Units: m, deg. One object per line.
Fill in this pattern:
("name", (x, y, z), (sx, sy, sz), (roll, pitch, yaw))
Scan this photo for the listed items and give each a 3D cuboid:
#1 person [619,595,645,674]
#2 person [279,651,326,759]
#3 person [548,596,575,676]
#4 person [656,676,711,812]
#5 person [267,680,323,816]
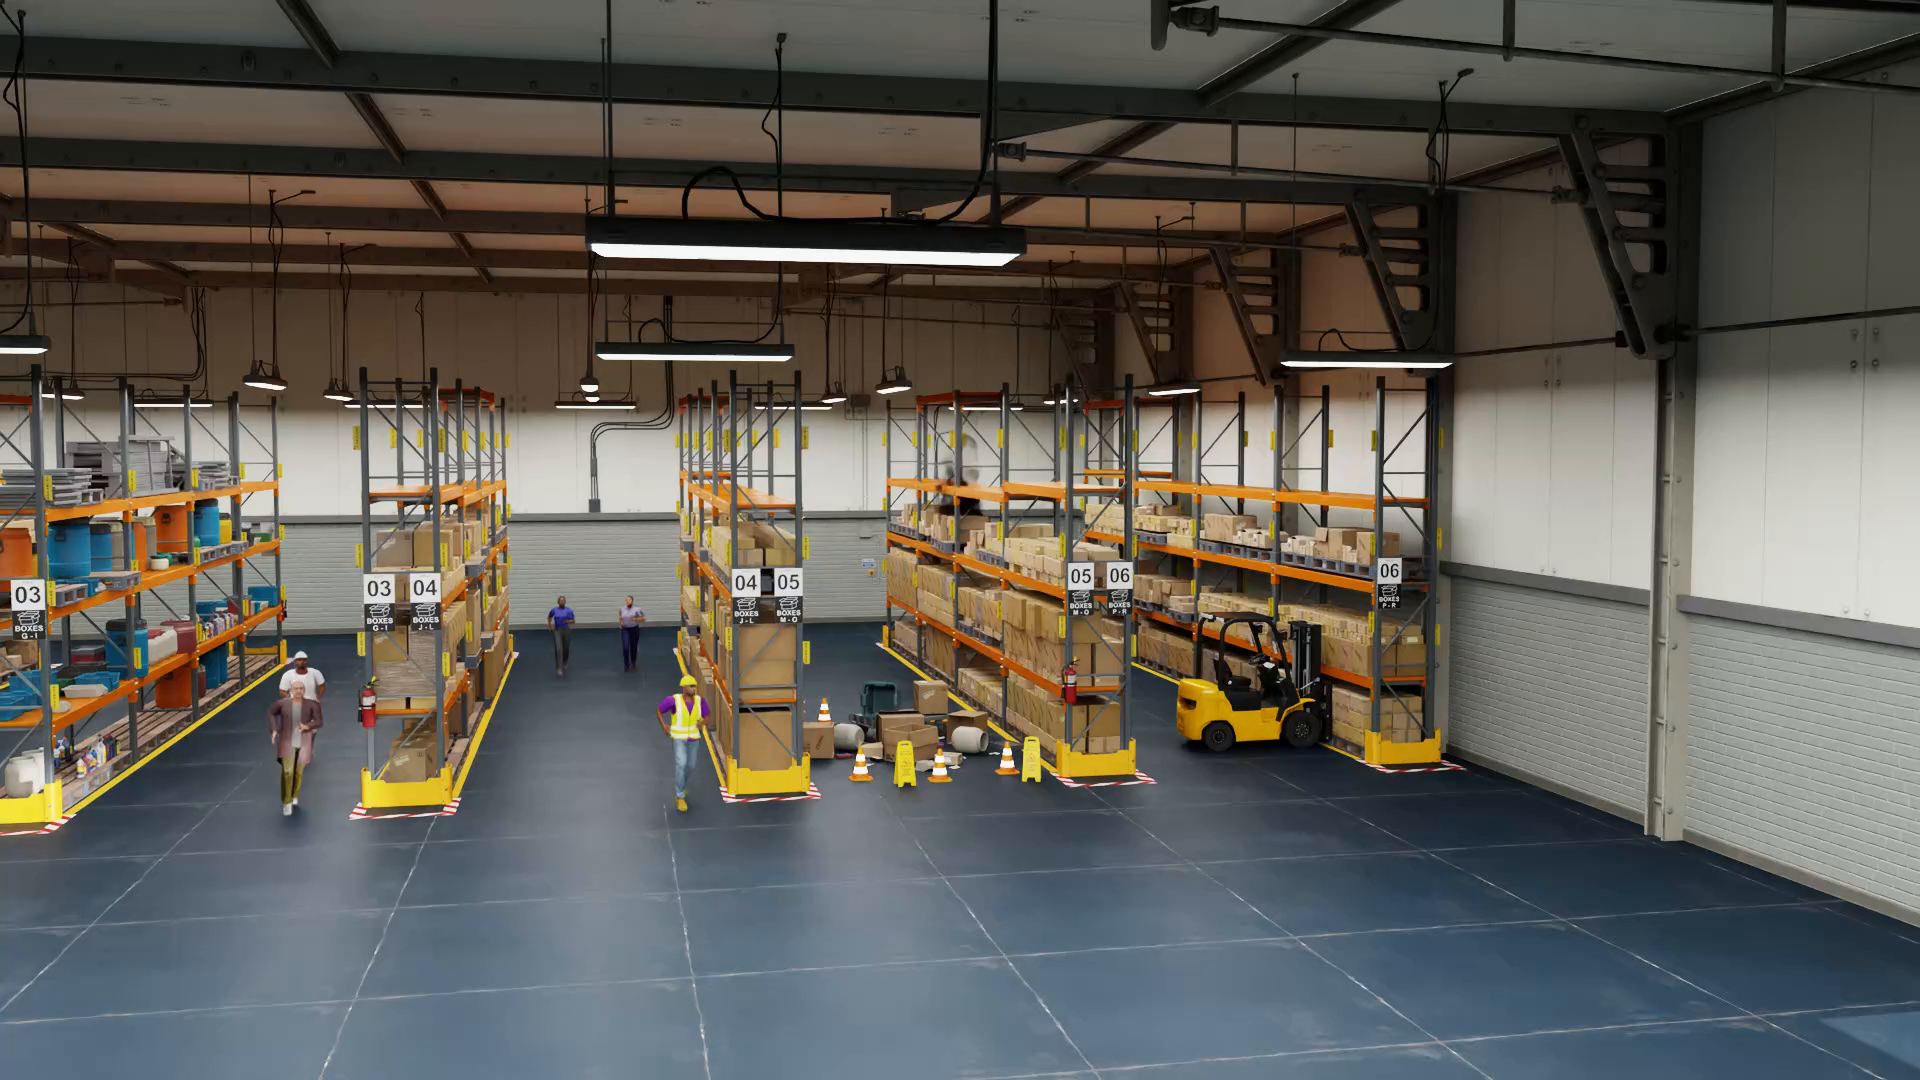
("person", (-7.128, 2.046, 36.117), (0.582, 1.686, 0.812), (0, 3, -7))
("person", (-10.197, 2.593, 25.825), (0.688, 1.721, 0.582), (-2, 4, -24))
("person", (-8.544, 2.033, 35.682), (0.566, 1.672, 0.890), (-1, 4, -17))
("person", (-3.755, 2.755, 22.934), (0.708, 1.772, 0.967), (-2, 4, -33))
("person", (-8.973, 2.805, 22.480), (0.683, 1.837, 0.788), (-2, 4, -27))
